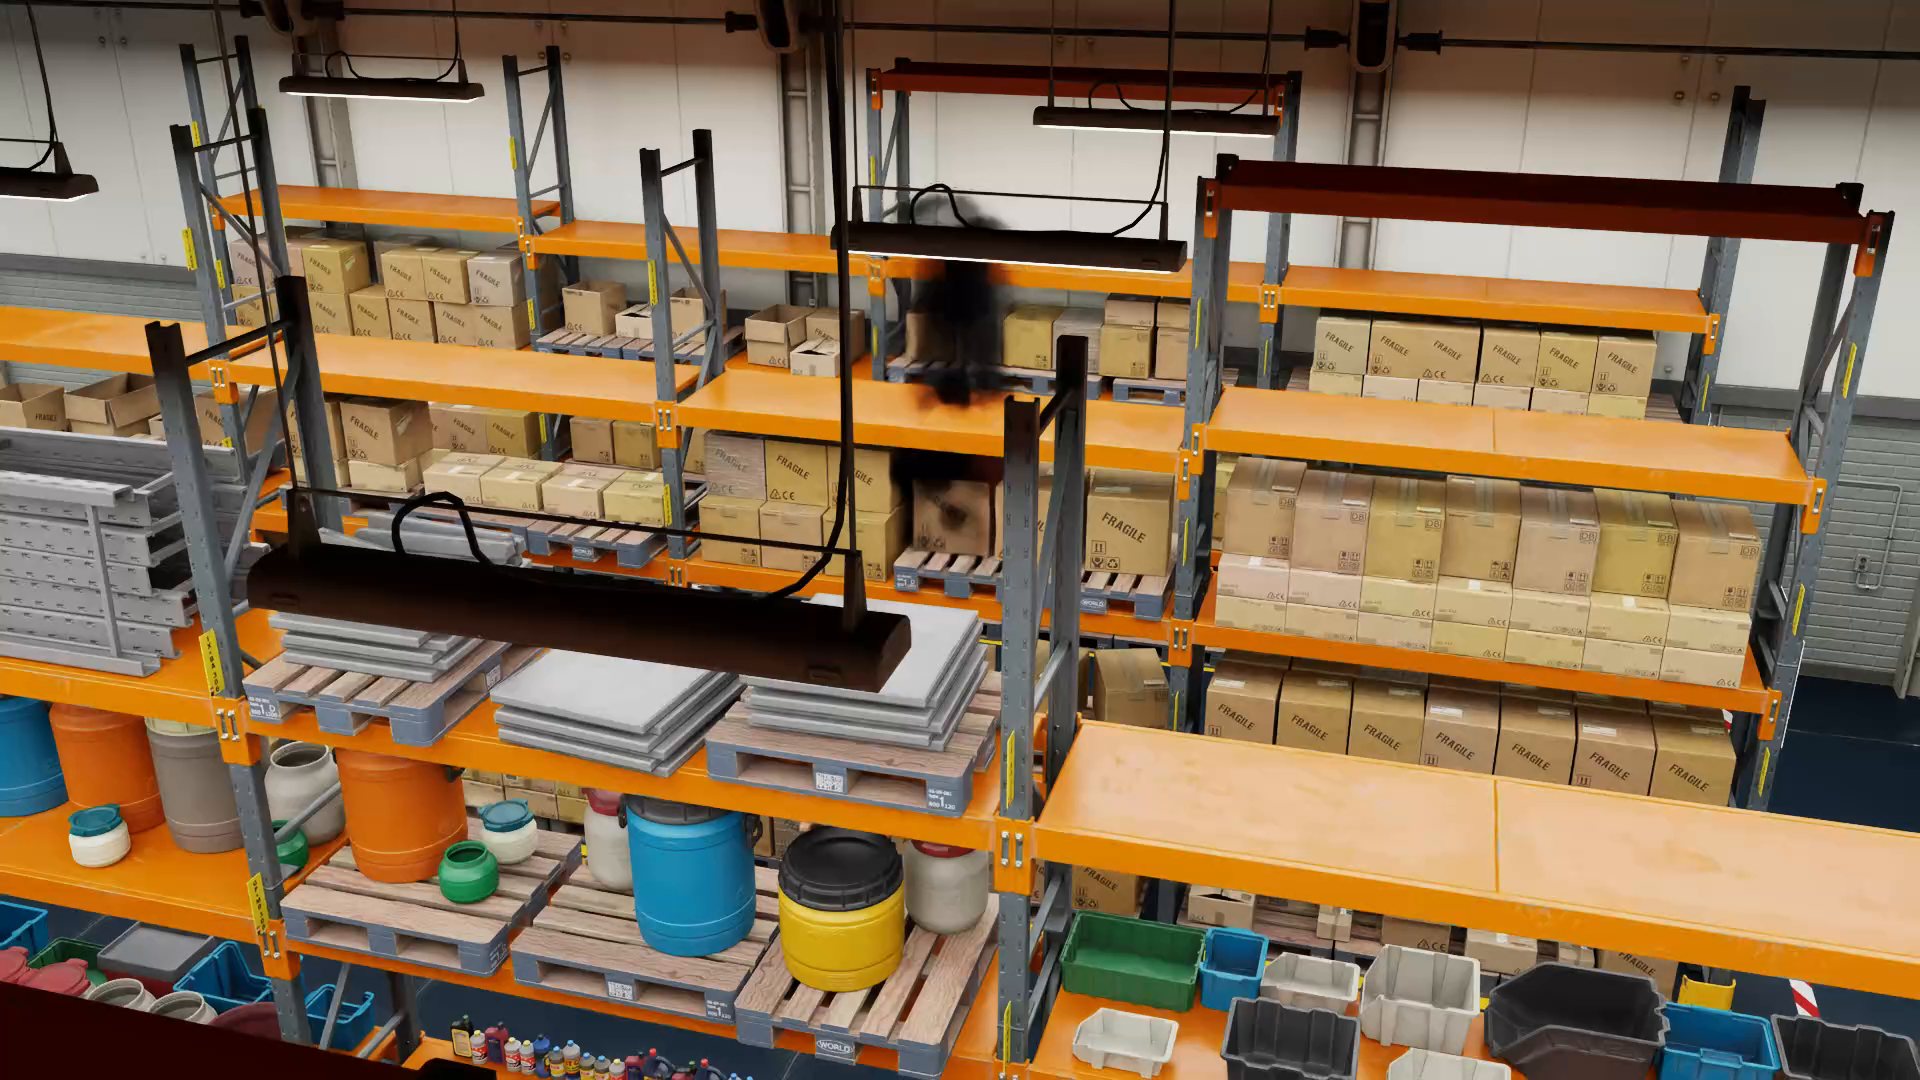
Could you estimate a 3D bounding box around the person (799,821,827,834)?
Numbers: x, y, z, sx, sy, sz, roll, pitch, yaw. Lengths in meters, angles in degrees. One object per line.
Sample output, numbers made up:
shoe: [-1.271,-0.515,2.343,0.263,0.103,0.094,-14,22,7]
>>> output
person: [-0.940,2.672,12.243,0.681,1.639,0.585,1,23,3]

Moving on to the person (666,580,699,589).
person: [-2.653,1.020,16.043,0.590,1.744,0.659,6,23,14]
